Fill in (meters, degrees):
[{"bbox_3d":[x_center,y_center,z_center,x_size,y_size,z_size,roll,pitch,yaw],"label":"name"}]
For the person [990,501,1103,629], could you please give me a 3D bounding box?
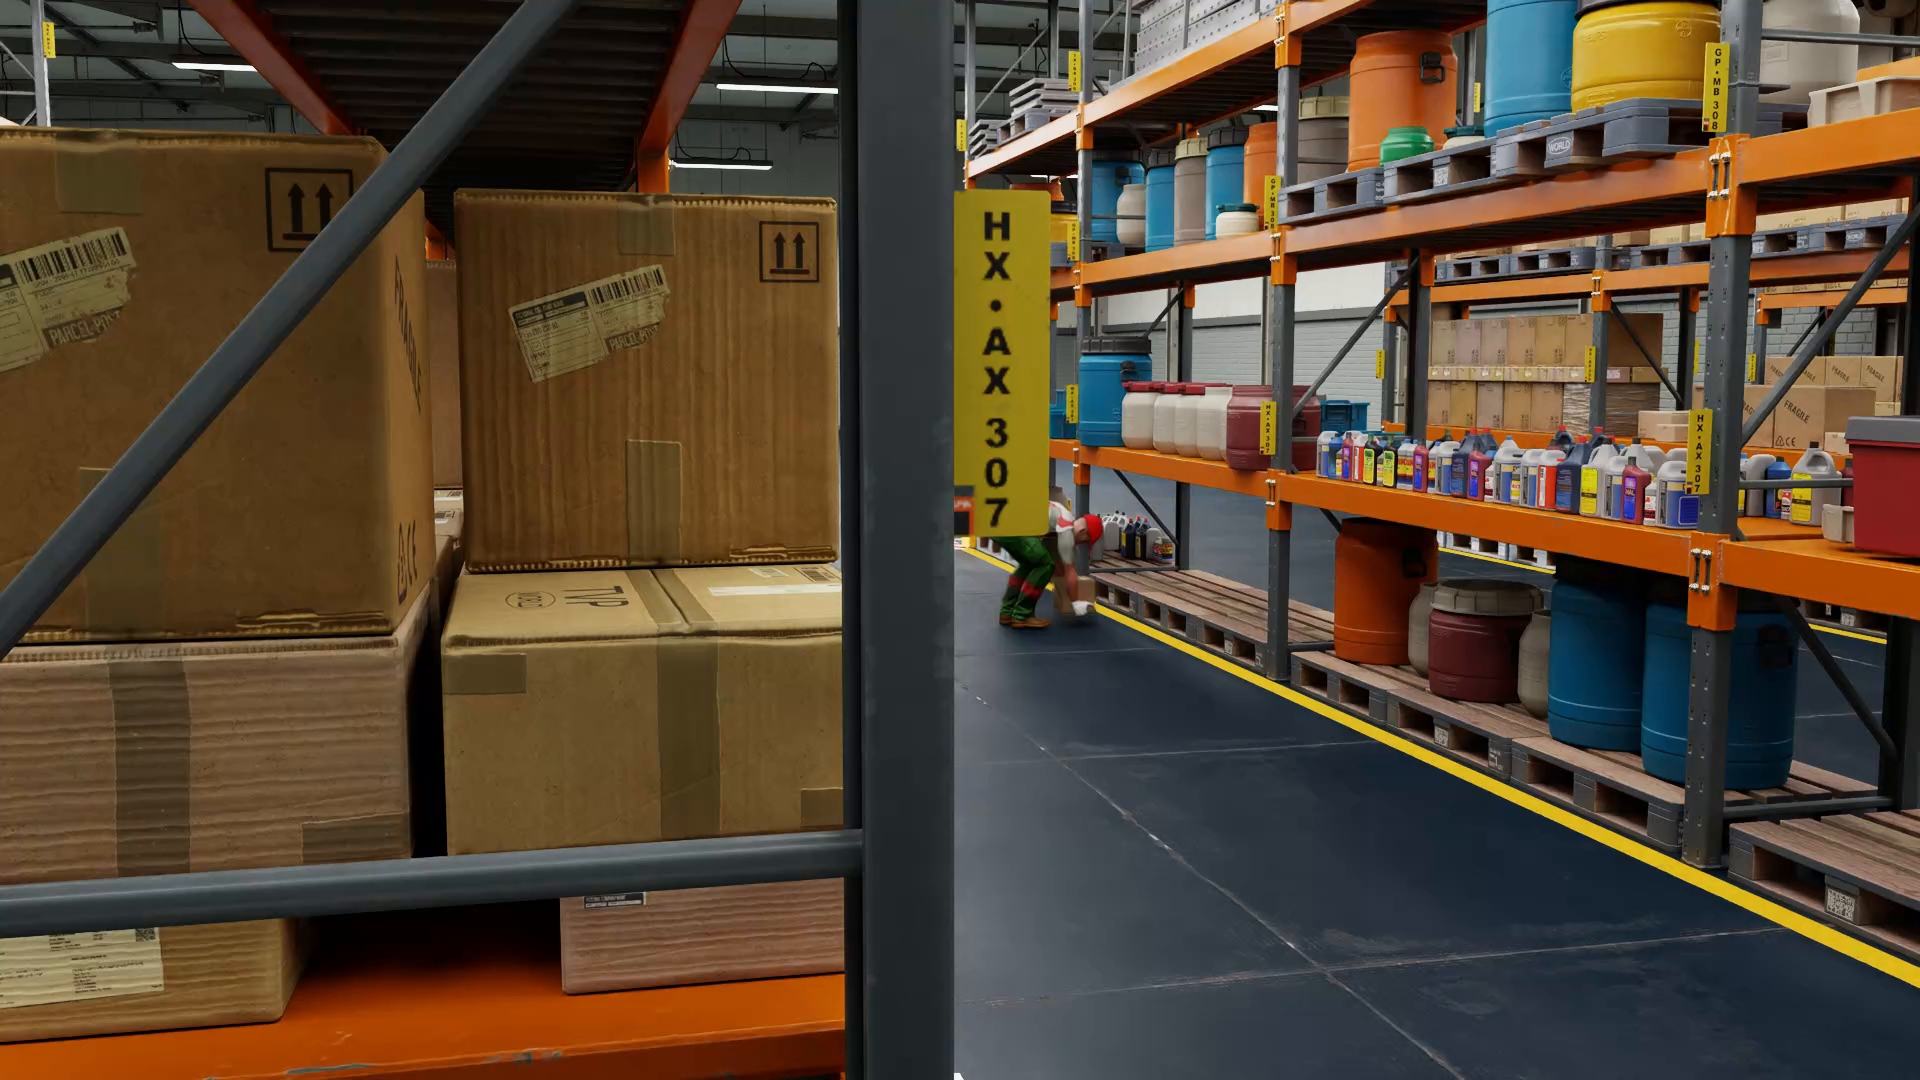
[{"bbox_3d":[0.626,0.143,12.602,0.953,1.011,0.522,-2,6,-17],"label":"person"}]
